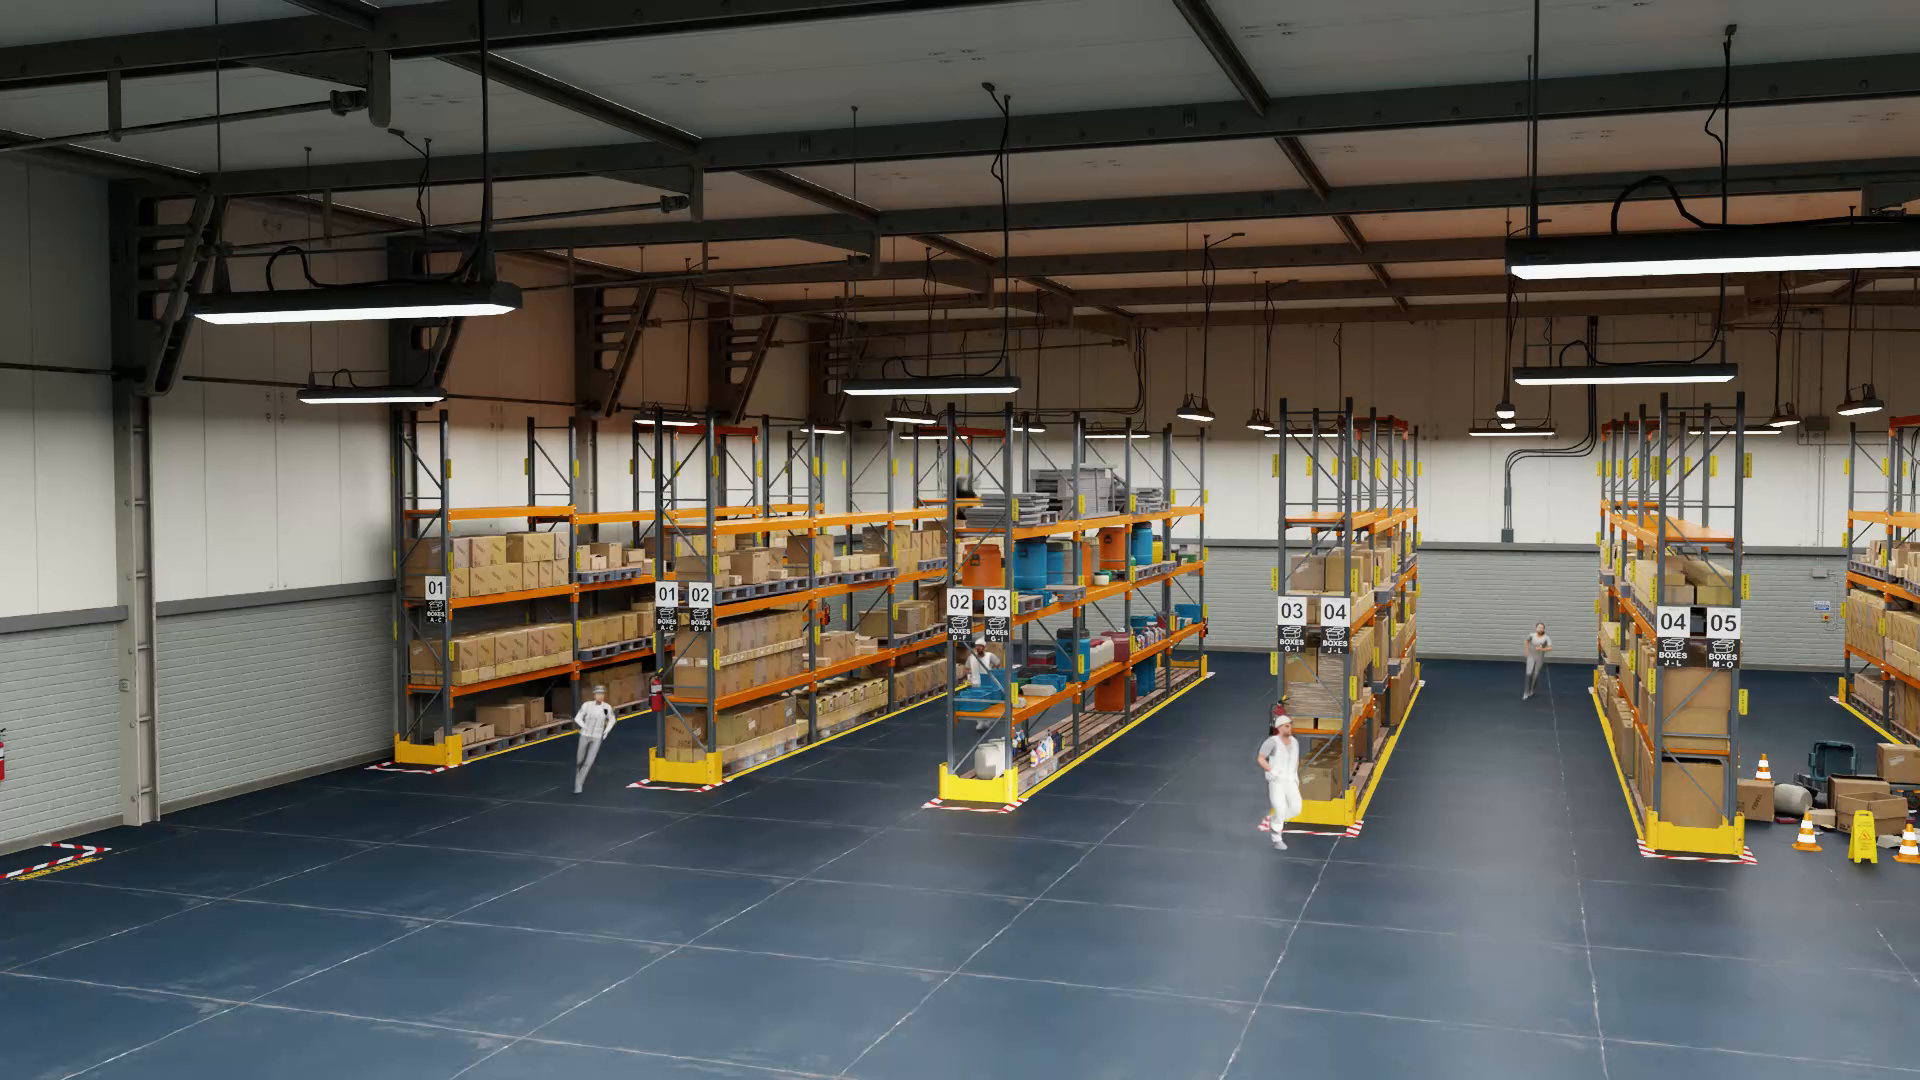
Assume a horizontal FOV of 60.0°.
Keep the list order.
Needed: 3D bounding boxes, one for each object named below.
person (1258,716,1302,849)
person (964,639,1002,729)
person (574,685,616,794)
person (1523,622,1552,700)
[{"bbox_3d":[4.269,3.198,22.001,0.685,1.754,0.556,-1,3,-26],"label":"person"},{"bbox_3d":[0.408,2.761,31.779,0.715,1.738,0.597,1,3,16],"label":"person"},{"bbox_3d":[-5.708,3.073,25.999,0.643,1.645,0.850,0,2,-11],"label":"person"},{"bbox_3d":[12.603,2.635,36.241,0.570,1.688,0.848,1,3,23],"label":"person"}]
